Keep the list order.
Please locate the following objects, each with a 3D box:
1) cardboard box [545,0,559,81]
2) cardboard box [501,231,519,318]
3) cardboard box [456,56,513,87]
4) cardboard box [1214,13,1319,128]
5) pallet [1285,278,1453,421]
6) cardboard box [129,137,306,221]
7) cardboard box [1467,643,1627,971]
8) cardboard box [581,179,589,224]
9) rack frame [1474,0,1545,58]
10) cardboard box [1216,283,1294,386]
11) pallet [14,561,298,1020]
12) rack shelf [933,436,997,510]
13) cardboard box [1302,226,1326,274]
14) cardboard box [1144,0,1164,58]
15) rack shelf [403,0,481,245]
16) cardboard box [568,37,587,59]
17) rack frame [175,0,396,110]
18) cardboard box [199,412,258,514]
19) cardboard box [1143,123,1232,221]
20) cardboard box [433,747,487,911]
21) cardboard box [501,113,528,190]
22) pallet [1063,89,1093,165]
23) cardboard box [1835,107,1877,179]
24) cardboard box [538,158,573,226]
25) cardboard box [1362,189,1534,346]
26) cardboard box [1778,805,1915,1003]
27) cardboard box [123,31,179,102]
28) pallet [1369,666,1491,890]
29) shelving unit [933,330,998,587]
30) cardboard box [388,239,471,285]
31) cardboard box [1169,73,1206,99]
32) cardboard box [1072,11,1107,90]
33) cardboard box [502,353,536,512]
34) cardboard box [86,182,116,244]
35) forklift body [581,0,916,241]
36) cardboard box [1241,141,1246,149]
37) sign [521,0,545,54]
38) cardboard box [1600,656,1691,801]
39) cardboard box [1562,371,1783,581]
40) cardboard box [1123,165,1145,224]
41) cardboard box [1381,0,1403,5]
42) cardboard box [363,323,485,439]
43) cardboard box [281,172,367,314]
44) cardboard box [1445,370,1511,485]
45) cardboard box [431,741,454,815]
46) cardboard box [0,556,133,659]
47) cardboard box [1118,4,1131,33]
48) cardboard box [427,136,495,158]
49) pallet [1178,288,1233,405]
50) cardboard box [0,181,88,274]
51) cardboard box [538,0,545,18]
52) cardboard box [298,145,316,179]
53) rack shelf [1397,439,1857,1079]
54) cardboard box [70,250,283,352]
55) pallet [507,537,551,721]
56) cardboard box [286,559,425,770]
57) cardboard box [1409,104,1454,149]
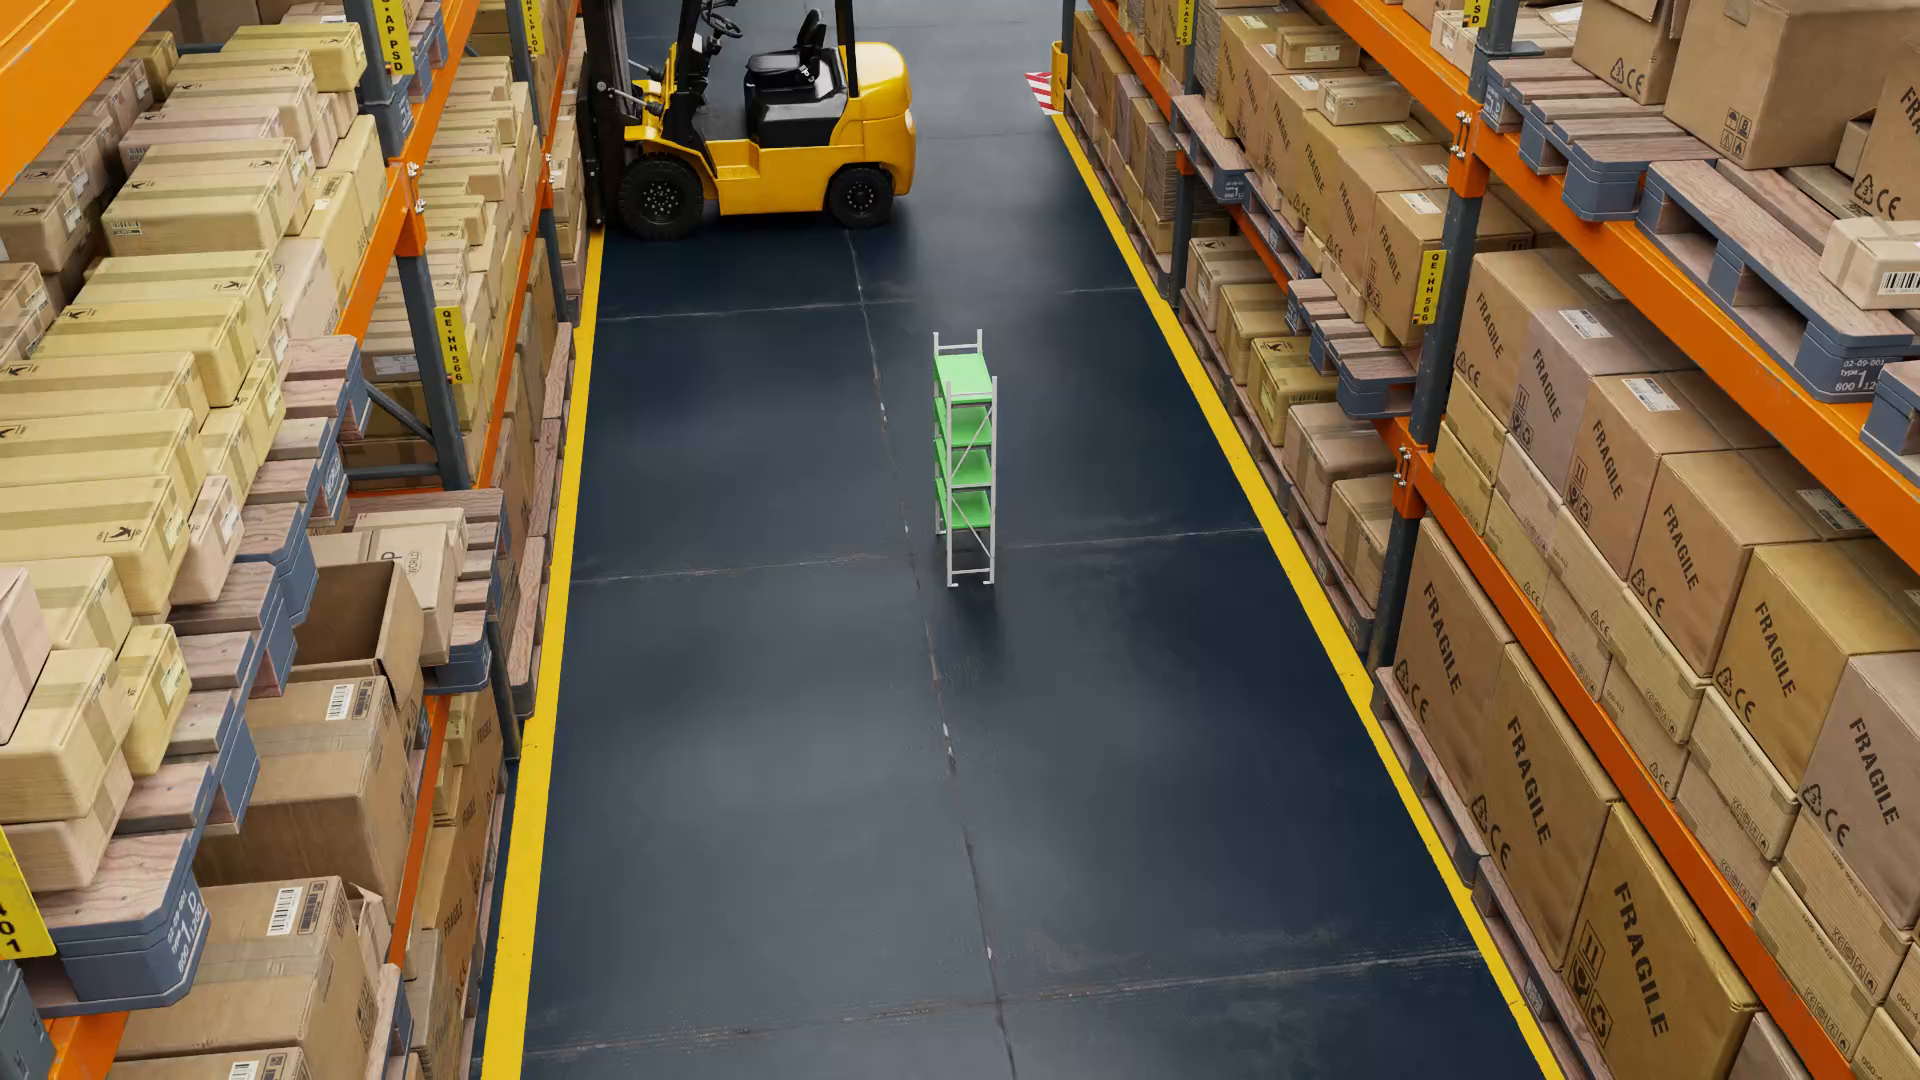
[{"bbox_3d":[-2.965,-3.361,11.058,0.500,0.500,0.500,-5,35,-7],"label":"cardboard box"},{"bbox_3d":[-2.495,-1.310,8.270,0.500,0.250,0.500,-3,34,-5],"label":"cardboard box"},{"bbox_3d":[-2.742,-2.616,9.389,0.380,0.149,0.250,-3,34,-5],"label":"cardboard box"},{"bbox_3d":[1.757,-2.633,9.353,0.500,0.500,0.500,-4,35,-6],"label":"cardboard box"},{"bbox_3d":[2.247,-0.937,7.760,1.213,0.211,1.003,-4,35,-6],"label":"pallet"},{"bbox_3d":[-1.992,-0.961,4.476,0.380,0.149,0.250,-5,35,-7],"label":"cardboard box"},{"bbox_3d":[2.574,0.968,6.308,0.875,0.875,0.875,-4,34,-6],"label":"cardboard box"},{"bbox_3d":[-2.913,-2.380,11.777,0.500,0.250,0.500,-4,34,-6],"label":"cardboard box"},{"bbox_3d":[2.448,-3.105,5.445,1.000,3.000,0.127,-4,35,-6],"label":"rack frame"},{"bbox_3d":[2.083,-1.253,10.014,0.950,0.372,0.625,-2,34,-3],"label":"cardboard box"},{"bbox_3d":[-1.950,0.453,3.054,1.213,0.211,1.003,-4,35,-6],"label":"pallet"},{"bbox_3d":[0.022,-0.351,8.441,0.258,0.148,0.480,-4,35,-6],"label":"rack shelf"},{"bbox_3d":[1.908,-1.436,8.172,0.380,0.149,0.250,-4,34,-6],"label":"cardboard box"},{"bbox_3d":[1.528,-3.538,11.054,0.500,0.500,0.500,-3,34,-5],"label":"cardboard box"},{"bbox_3d":[-2.739,-2.307,7.575,1.077,0.370,4.000,-4,35,-6],"label":"rack shelf"},{"bbox_3d":[-3.101,-3.645,12.745,0.500,0.250,0.500,-4,34,-6],"label":"cardboard box"},{"bbox_3d":[-2.470,-2.727,4.890,1.000,3.000,0.127,-4,35,-6],"label":"rack frame"},{"bbox_3d":[-1.718,-0.133,3.509,0.380,0.149,0.250,-5,35,-7],"label":"cardboard box"},{"bbox_3d":[1.565,-2.515,11.309,0.500,0.500,0.500,-5,35,-7],"label":"cardboard box"},{"bbox_3d":[-2.143,1.111,6.432,0.500,0.500,0.500,-5,35,-7],"label":"cardboard box"},{"bbox_3d":[-2.612,-2.084,8.962,0.500,0.250,0.500,-5,35,-8],"label":"cardboard box"},{"bbox_3d":[1.457,-3.440,13.739,1.003,0.211,1.213,-4,35,-6],"label":"pallet"},{"bbox_3d":[2.980,-1.242,5.120,0.396,0.266,0.258,-5,35,-8],"label":"cardboard box"},{"bbox_3d":[-2.762,-2.225,10.660,0.500,0.250,0.500,-5,35,-7],"label":"cardboard box"},{"bbox_3d":[2.111,-1.197,7.245,0.500,0.500,0.500,-5,35,-8],"label":"cardboard box"},{"bbox_3d":[2.611,0.955,4.502,0.500,0.250,0.500,-4,34,-5],"label":"cardboard box"},{"bbox_3d":[-2.695,-1.487,5.248,0.380,0.149,0.250,-6,35,-8],"label":"cardboard box"},{"bbox_3d":[2.479,0.972,7.265,1.003,0.211,1.213,-4,35,-6],"label":"pallet"},{"bbox_3d":[0.022,-0.403,8.405,0.258,1.200,0.503,-4,35,-6],"label":"shelving unit"},{"bbox_3d":[-2.366,-1.193,7.301,0.380,0.149,0.250,-4,34,-6],"label":"cardboard box"},{"bbox_3d":[1.565,-2.911,10.709,0.380,0.149,0.250,-5,35,-7],"label":"cardboard box"},{"bbox_3d":[1.210,-3.953,13.419,0.500,0.500,0.500,-5,35,-8],"label":"cardboard box"},{"bbox_3d":[-2.727,-0.529,8.728,0.875,0.625,0.625,-6,35,-8],"label":"cardboard box"},{"bbox_3d":[-2.628,-0.938,4.707,0.380,0.149,0.250,-5,35,-7],"label":"cardboard box"},{"bbox_3d":[-1.483,-3.442,12.019,2.313,2.155,1.214,-4,35,-6],"label":"forklift body"},{"bbox_3d":[1.810,-2.303,9.445,0.380,0.149,0.250,-2,34,-3],"label":"cardboard box"},{"bbox_3d":[-2.472,-2.973,9.619,0.100,0.325,0.005,-4,35,-6],"label":"sign"},{"bbox_3d":[2.486,0.581,5.495,0.500,0.250,0.500,-4,35,-6],"label":"cardboard box"},{"bbox_3d":[2.403,-0.221,5.563,0.500,0.500,0.500,-3,34,-5],"label":"cardboard box"},{"bbox_3d":[1.483,-2.502,11.955,0.500,0.250,0.500,-5,35,-8],"label":"cardboard box"},{"bbox_3d":[2.215,-2.757,7.506,0.797,0.503,0.637,-4,35,-6],"label":"cardboard box"},{"bbox_3d":[-2.263,-0.661,6.874,0.500,0.250,0.500,-4,35,-6],"label":"cardboard box"},{"bbox_3d":[-2.092,-0.877,4.972,0.500,0.250,0.500,-4,35,-6],"label":"cardboard box"},{"bbox_3d":[2.271,-0.469,6.593,0.500,0.250,0.500,-5,35,-7],"label":"cardboard box"},{"bbox_3d":[-2.094,0.900,6.165,0.380,0.149,0.250,-5,35,-8],"label":"cardboard box"},{"bbox_3d":[-1.644,0.167,2.803,0.380,0.149,0.250,-4,34,-6],"label":"cardboard box"},{"bbox_3d":[1.350,-3.763,11.961,0.380,0.149,0.250,-4,34,-6],"label":"cardboard box"},{"bbox_3d":[-2.541,-1.905,8.346,0.380,0.149,0.250,-4,34,-6],"label":"cardboard box"},{"bbox_3d":[2.016,-1.272,10.557,1.003,0.211,1.213,-4,35,-6],"label":"pallet"},{"bbox_3d":[-2.464,-0.785,4.218,0.380,0.149,0.250,-5,35,-7],"label":"cardboard box"},{"bbox_3d":[-2.849,-3.419,10.567,0.380,0.149,0.250,-4,34,-5],"label":"cardboard box"},{"bbox_3d":[-2.158,-1.116,4.969,0.380,0.149,0.250,-4,34,-5],"label":"cardboard box"},{"bbox_3d":[2.717,0.787,5.699,1.077,0.370,4.000,-4,35,-6],"label":"rack shelf"},{"bbox_3d":[-1.803,-0.544,3.848,0.380,0.149,0.250,-4,34,-6],"label":"cardboard box"},{"bbox_3d":[-2.542,0.442,8.043,1.003,0.211,1.213,-4,35,-6],"label":"pallet"},{"bbox_3d":[-2.067,0.432,5.116,0.797,0.503,0.637,-5,35,-7],"label":"cardboard box"},{"bbox_3d":[2.462,-1.819,8.158,0.500,0.500,0.500,-4,34,-6],"label":"cardboard box"}]
